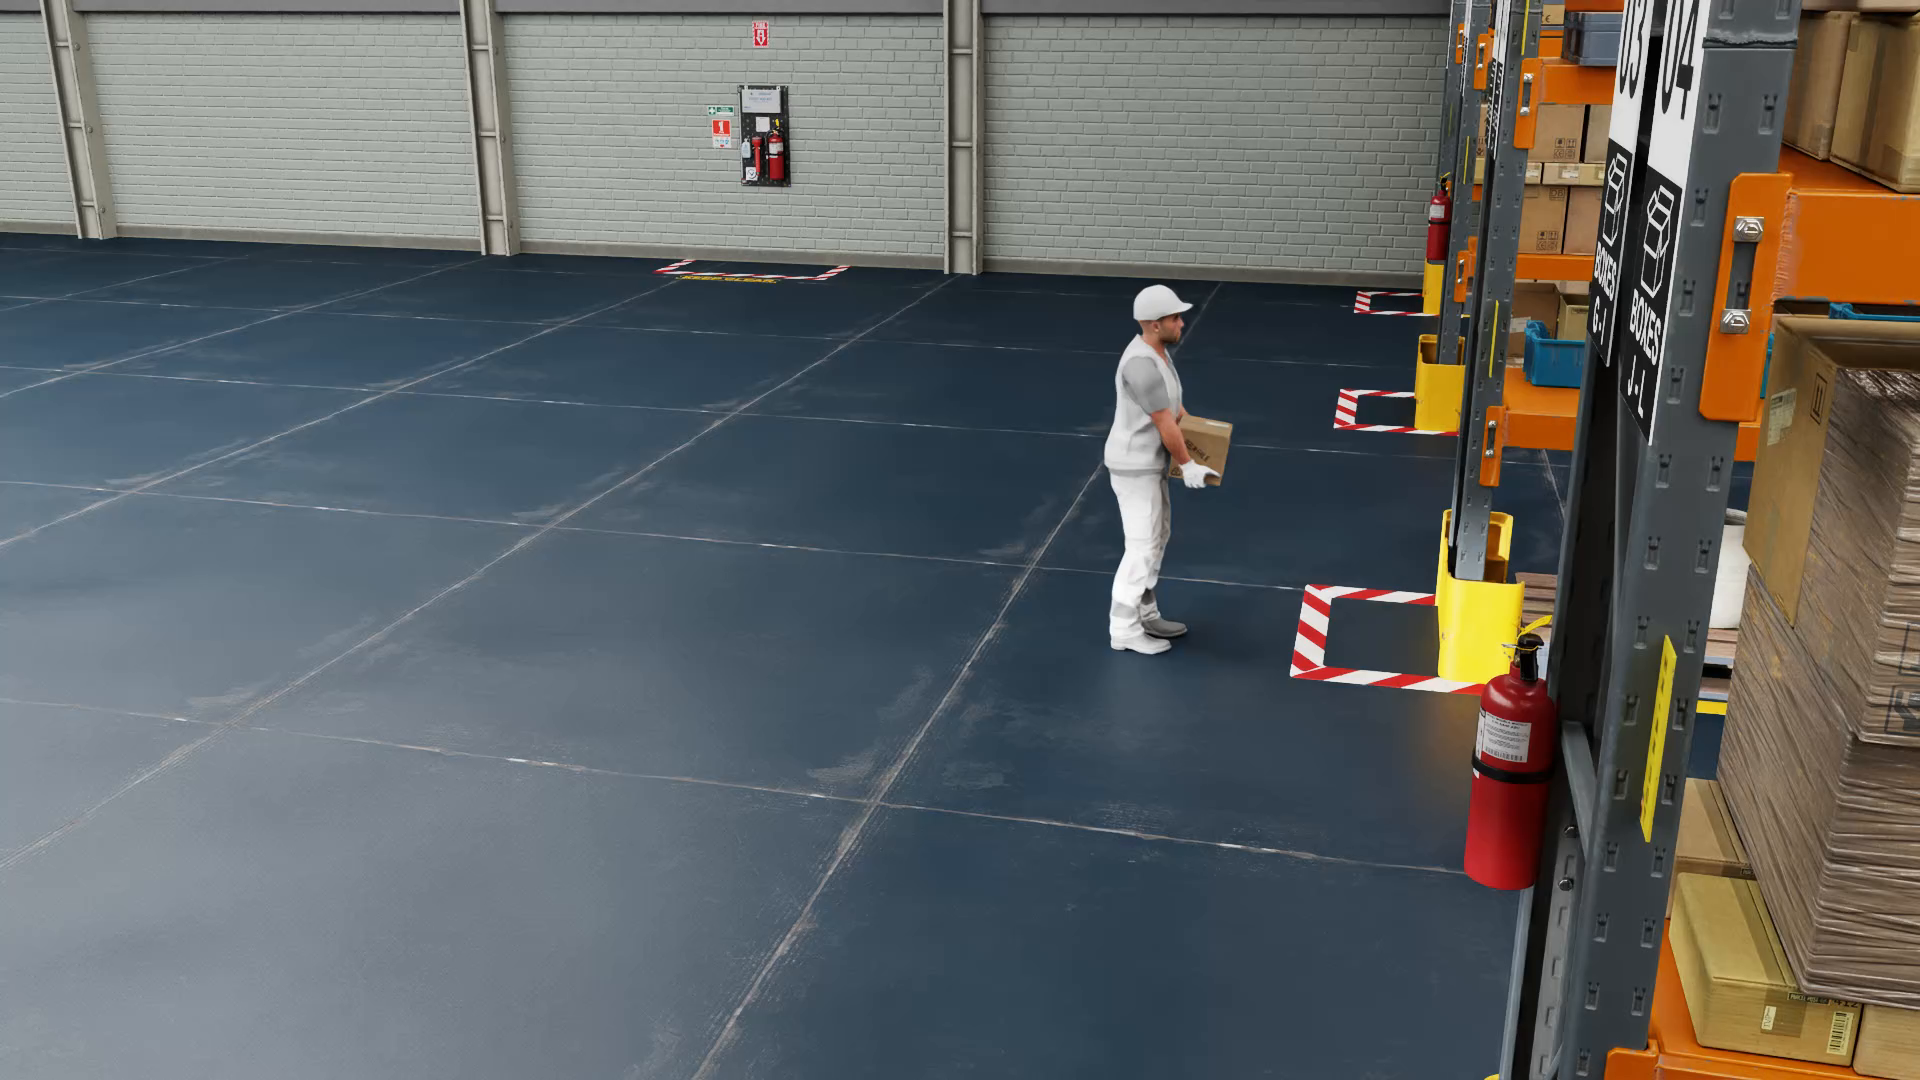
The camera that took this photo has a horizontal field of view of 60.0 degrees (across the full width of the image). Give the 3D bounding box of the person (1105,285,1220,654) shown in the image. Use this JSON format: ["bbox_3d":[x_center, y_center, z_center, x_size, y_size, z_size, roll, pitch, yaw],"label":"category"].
[{"bbox_3d":[0.991,-0.344,8.077,0.568,1.783,0.494,4,19,13],"label":"person"}]
